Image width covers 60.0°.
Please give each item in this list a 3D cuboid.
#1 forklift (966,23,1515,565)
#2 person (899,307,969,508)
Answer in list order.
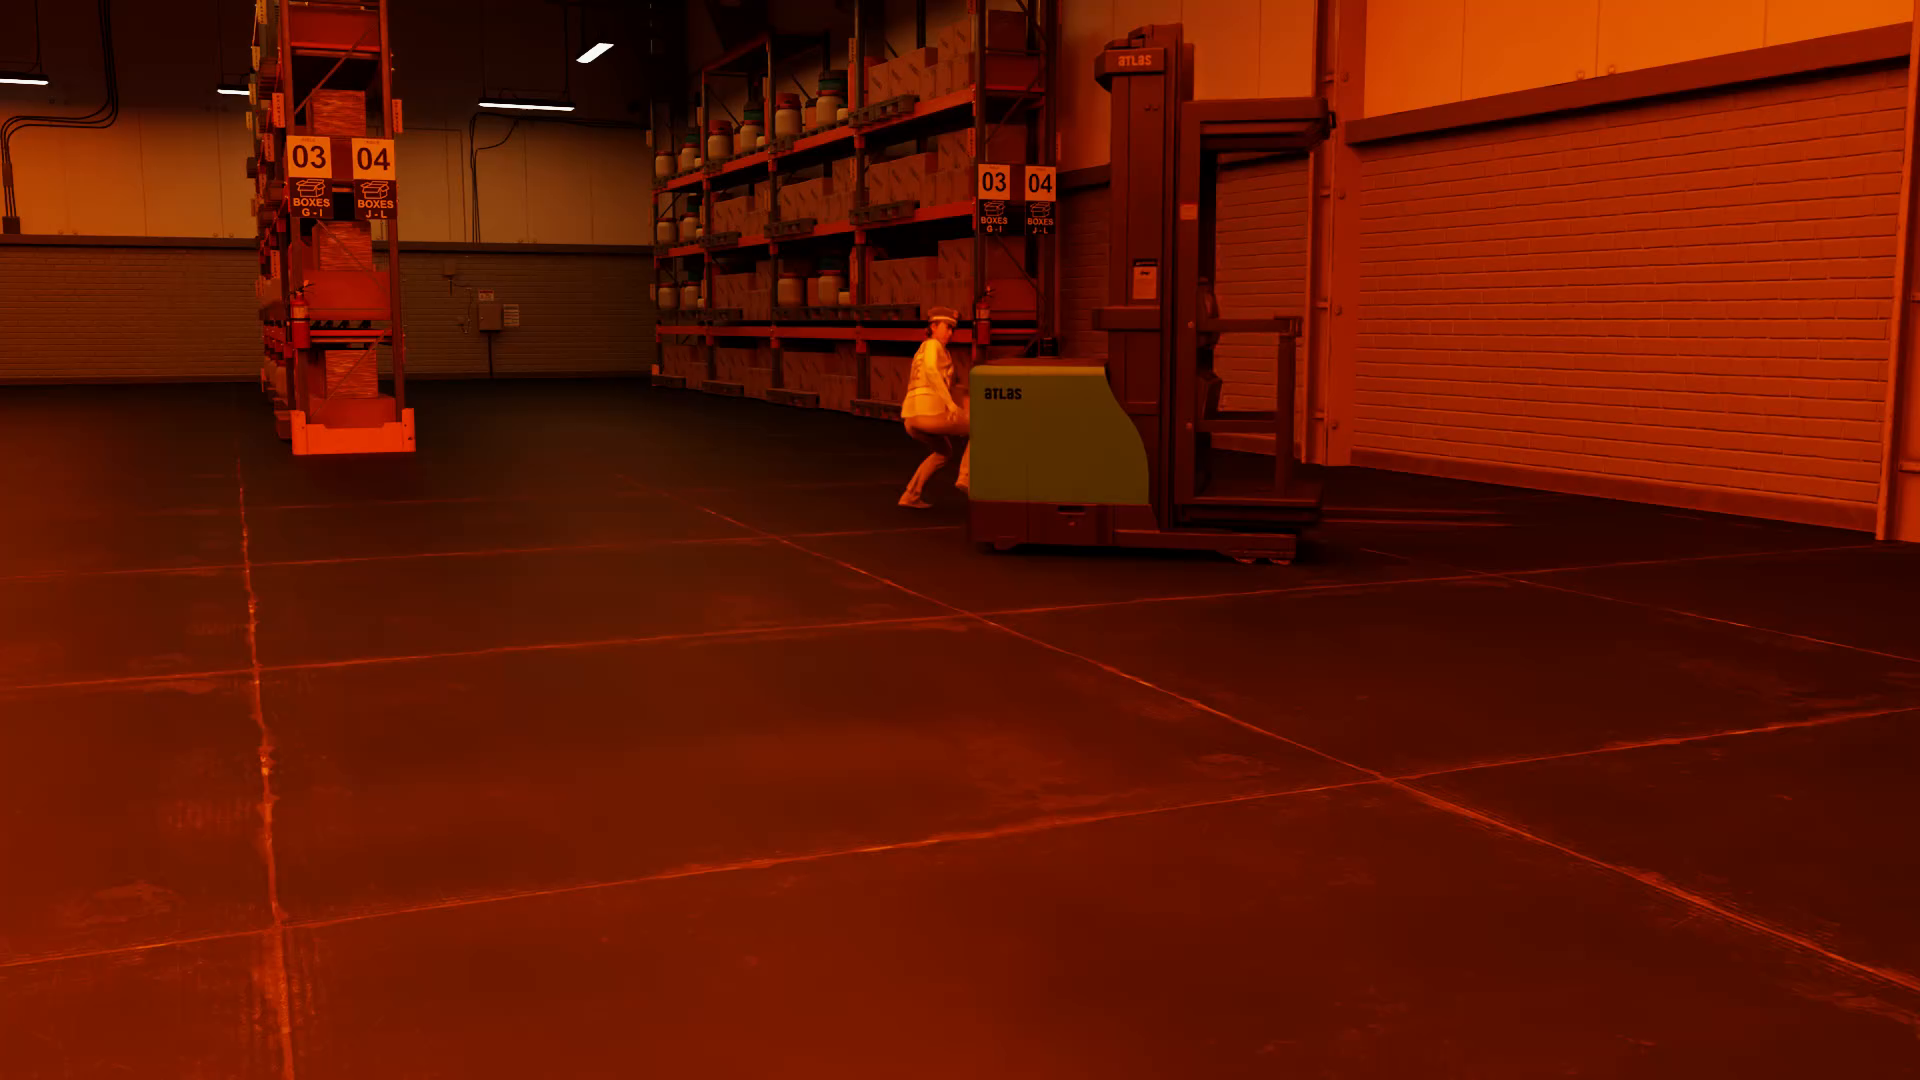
[{"bbox_3d":[1.611,-1.393,9.508,3.031,2.935,1.130,2,8,13],"label":"forklift"},{"bbox_3d":[-0.121,-0.893,11.625,0.624,1.456,0.744,-4,9,-28],"label":"person"}]
